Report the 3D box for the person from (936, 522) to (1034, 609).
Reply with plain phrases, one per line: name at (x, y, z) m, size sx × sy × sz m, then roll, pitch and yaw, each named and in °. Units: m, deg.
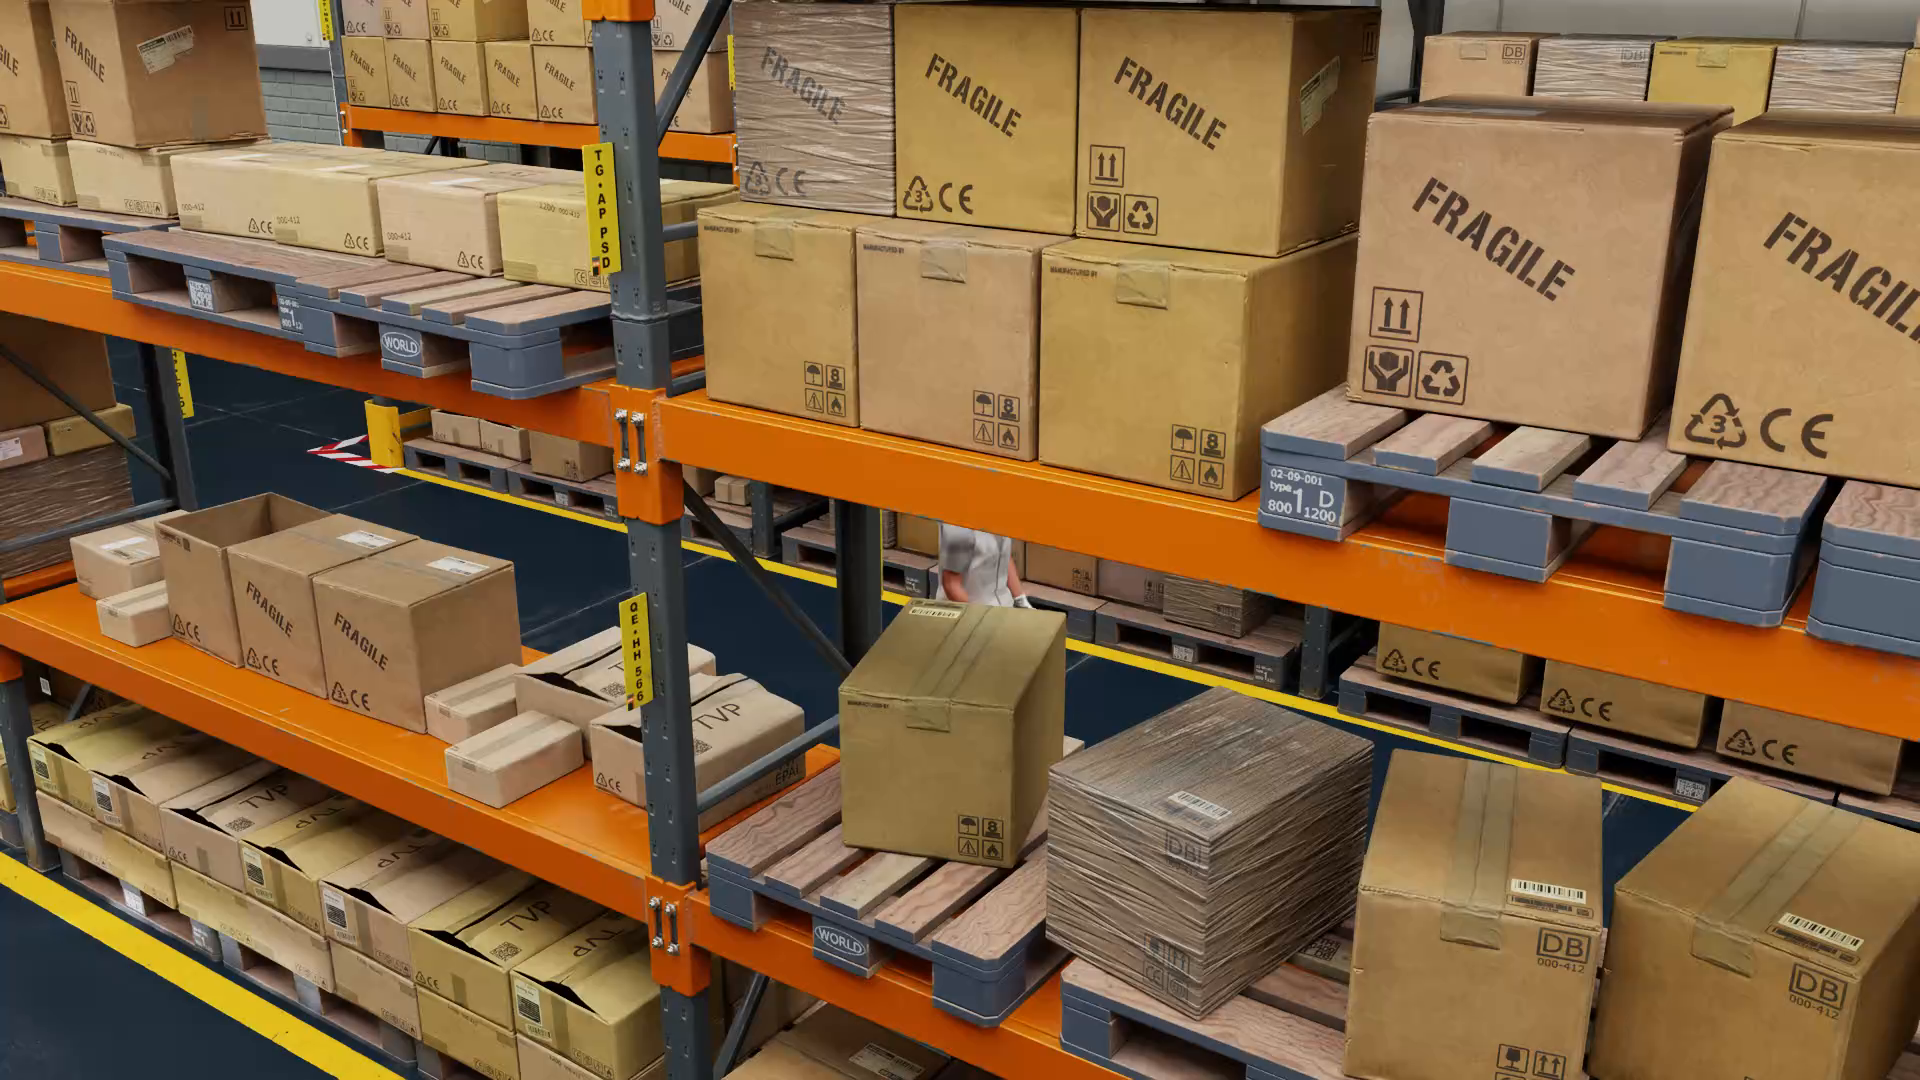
person at (0.111, 0.389, 7.945) m, size 0.414 × 1.788 × 0.544 m, roll 12°, pitch 23°, yaw 31°
